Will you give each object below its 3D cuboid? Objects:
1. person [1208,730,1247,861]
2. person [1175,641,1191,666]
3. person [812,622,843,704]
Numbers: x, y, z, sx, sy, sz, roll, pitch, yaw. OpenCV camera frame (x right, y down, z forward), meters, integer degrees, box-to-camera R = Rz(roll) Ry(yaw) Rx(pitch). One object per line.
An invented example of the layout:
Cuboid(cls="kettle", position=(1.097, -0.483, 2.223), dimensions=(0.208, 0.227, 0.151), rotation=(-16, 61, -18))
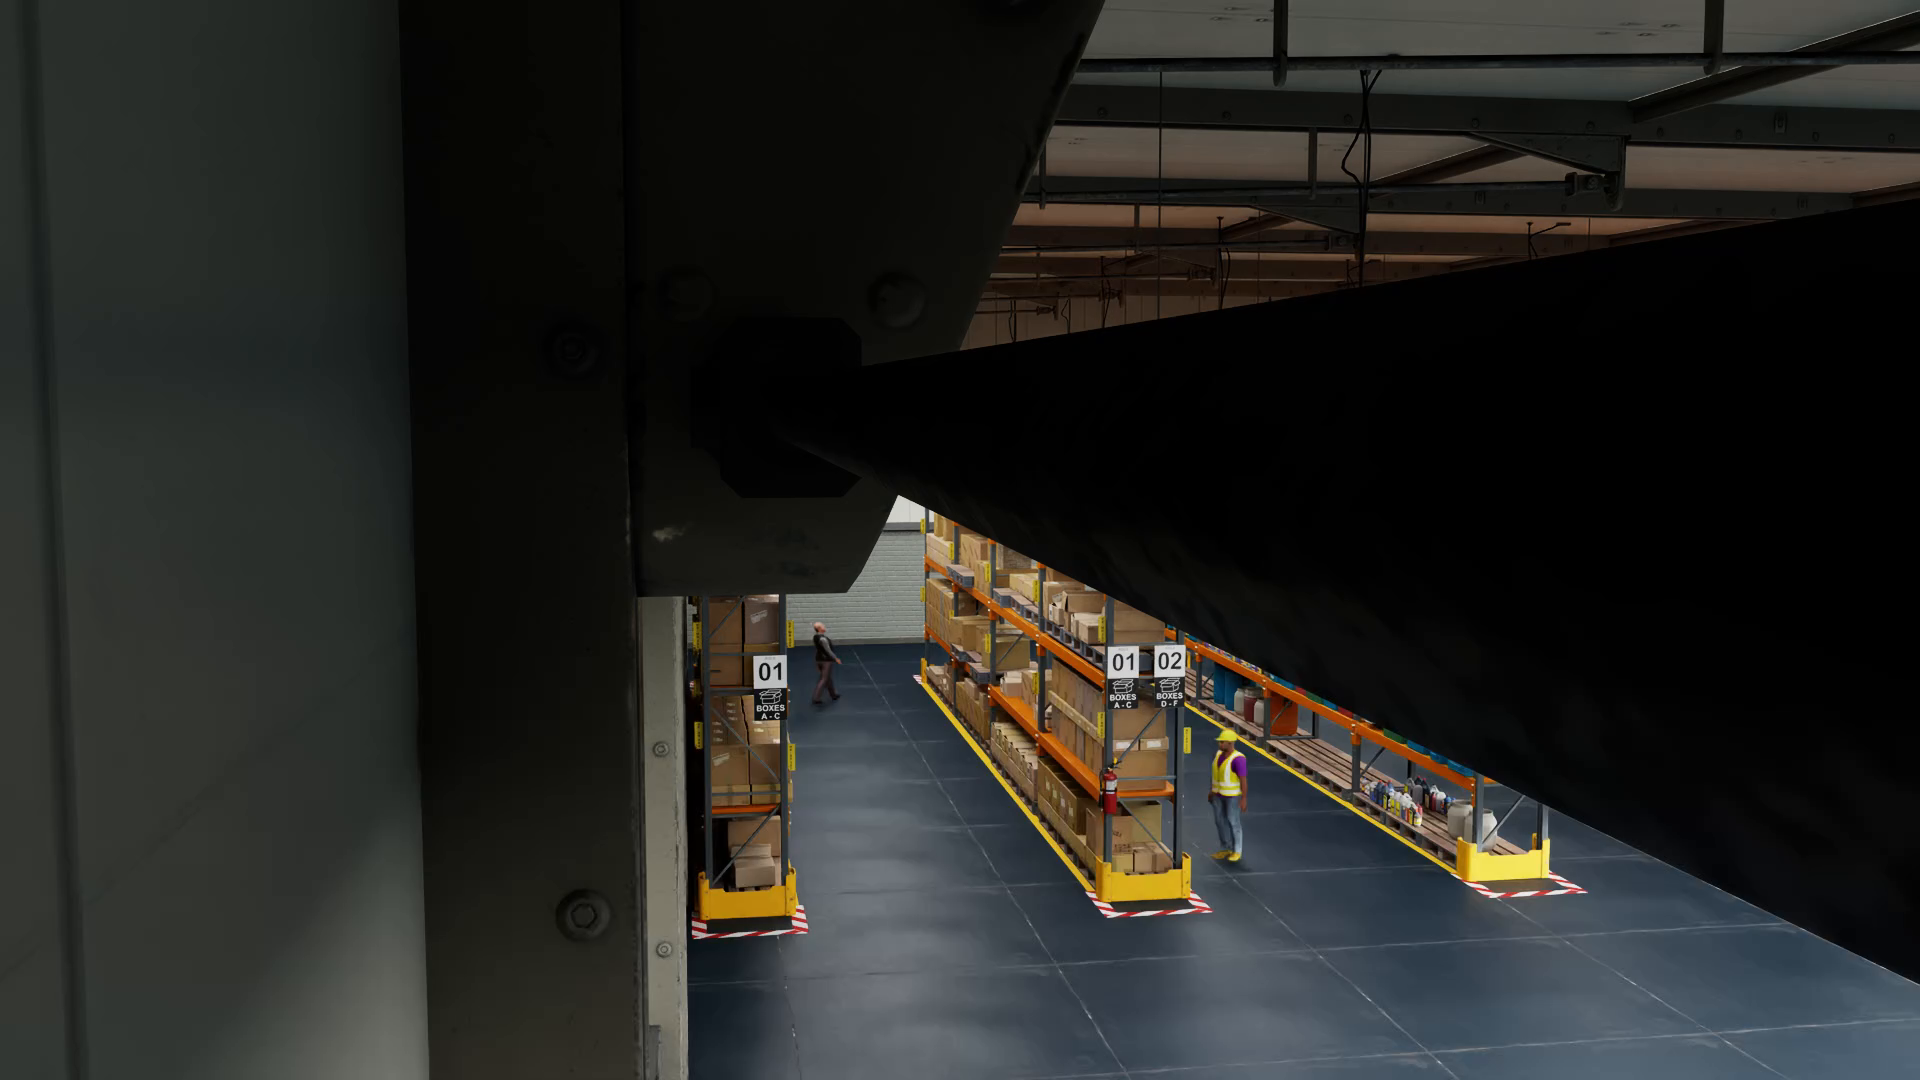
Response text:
Cuboid(cls="person", position=(3.639, 3.472, 22.547), dimensions=(0.370, 1.803, 0.683), rotation=(-4, 6, -38))
Cuboid(cls="person", position=(5.069, 2.130, 38.689), dimensions=(0.523, 1.579, 0.857), rotation=(-5, 7, -42))
Cuboid(cls="person", position=(-2.692, 2.499, 33.976), dimensions=(0.971, 1.661, 0.624), rotation=(-5, 7, -44))
